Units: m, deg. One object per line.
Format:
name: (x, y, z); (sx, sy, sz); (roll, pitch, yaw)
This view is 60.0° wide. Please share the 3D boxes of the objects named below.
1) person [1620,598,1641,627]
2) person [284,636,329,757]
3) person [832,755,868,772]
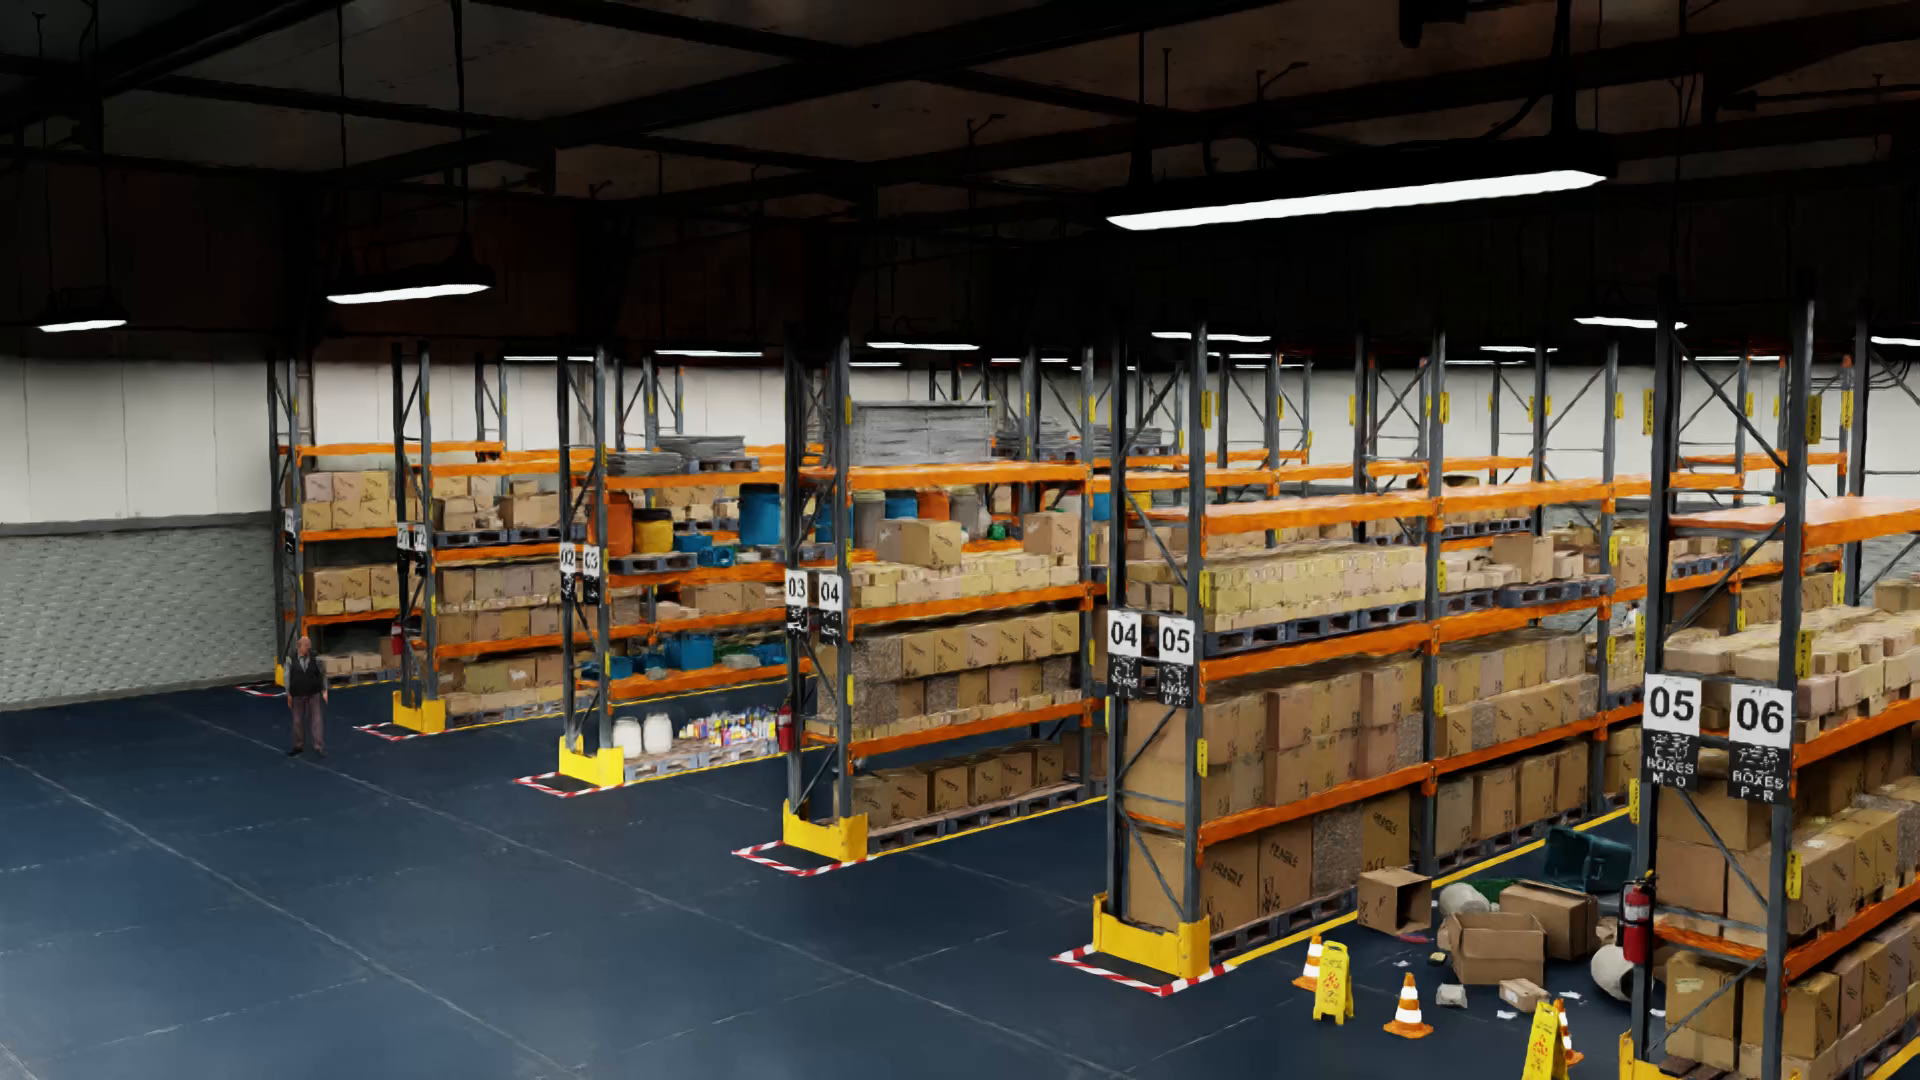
person: (11.822, 1.819, 29.167); (0.474, 1.668, 0.658); (2, 5, 20)
person: (-9.379, 2.235, 23.824); (0.618, 1.725, 0.462); (-2, 5, -20)
person: (-1.460, 2.277, 22.917); (0.665, 1.782, 0.583); (-1, 5, -13)
